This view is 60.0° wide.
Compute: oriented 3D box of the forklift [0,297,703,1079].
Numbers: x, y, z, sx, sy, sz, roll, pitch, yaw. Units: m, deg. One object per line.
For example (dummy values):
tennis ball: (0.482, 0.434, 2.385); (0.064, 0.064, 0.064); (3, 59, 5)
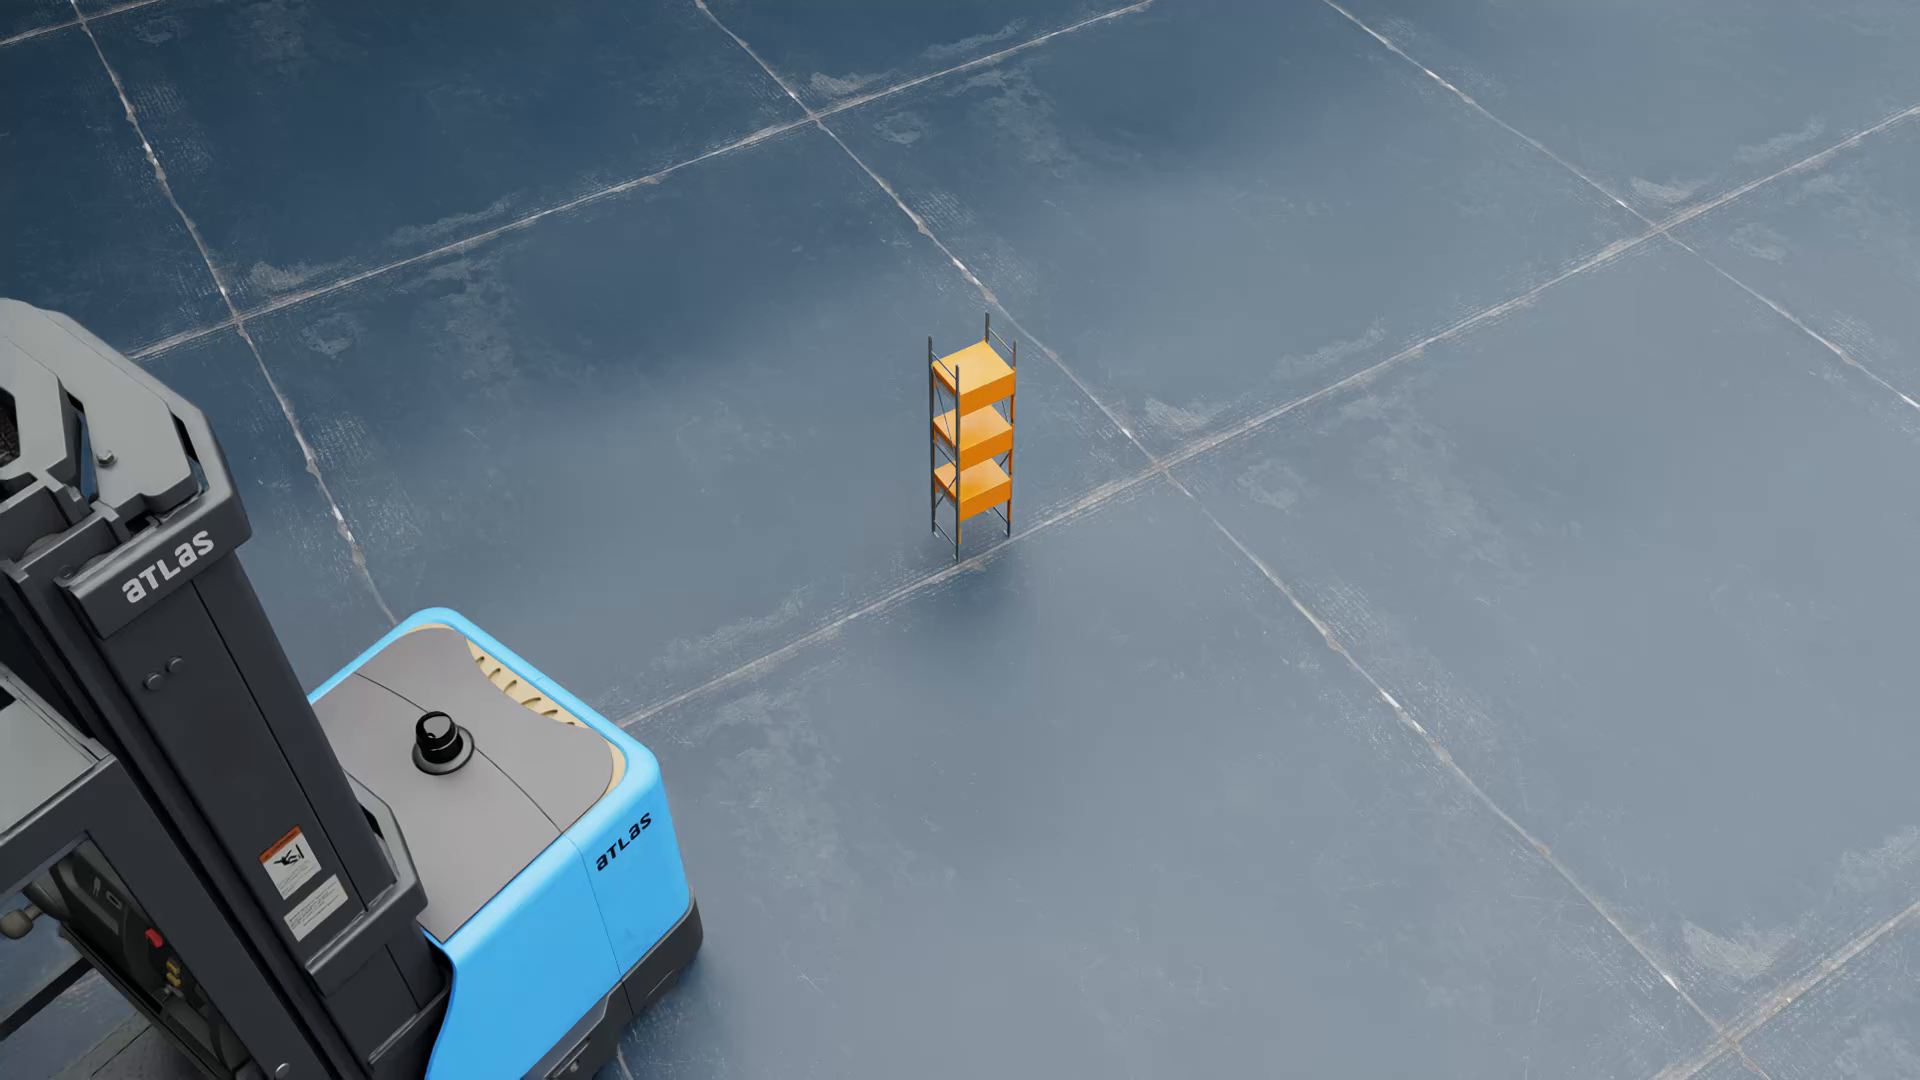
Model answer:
forklift: (-2.143, 1.010, 3.833); (1.130, 2.935, 3.031); (30, 55, 24)

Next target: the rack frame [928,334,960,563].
rack frame: (-0.058, -0.322, 6.279); (0.008, 1.050, 0.200); (-25, 53, -21)

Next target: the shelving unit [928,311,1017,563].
shelving unit: (0.045, -0.370, 6.322); (0.252, 1.050, 0.215); (-25, 53, -21)

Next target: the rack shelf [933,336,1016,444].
rack shelf: (0.045, -0.552, 6.118); (0.240, 0.259, 0.215); (-25, 53, -21)

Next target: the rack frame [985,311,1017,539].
rack frame: (0.148, -0.419, 6.366); (0.008, 1.050, 0.200); (-25, 53, -21)

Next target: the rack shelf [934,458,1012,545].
rack shelf: (0.045, -0.179, 6.538); (0.240, 0.259, 0.215); (-25, 53, -21)

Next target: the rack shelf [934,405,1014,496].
rack shelf: (0.045, -0.363, 6.330); (0.240, 0.259, 0.215); (-25, 53, -21)
